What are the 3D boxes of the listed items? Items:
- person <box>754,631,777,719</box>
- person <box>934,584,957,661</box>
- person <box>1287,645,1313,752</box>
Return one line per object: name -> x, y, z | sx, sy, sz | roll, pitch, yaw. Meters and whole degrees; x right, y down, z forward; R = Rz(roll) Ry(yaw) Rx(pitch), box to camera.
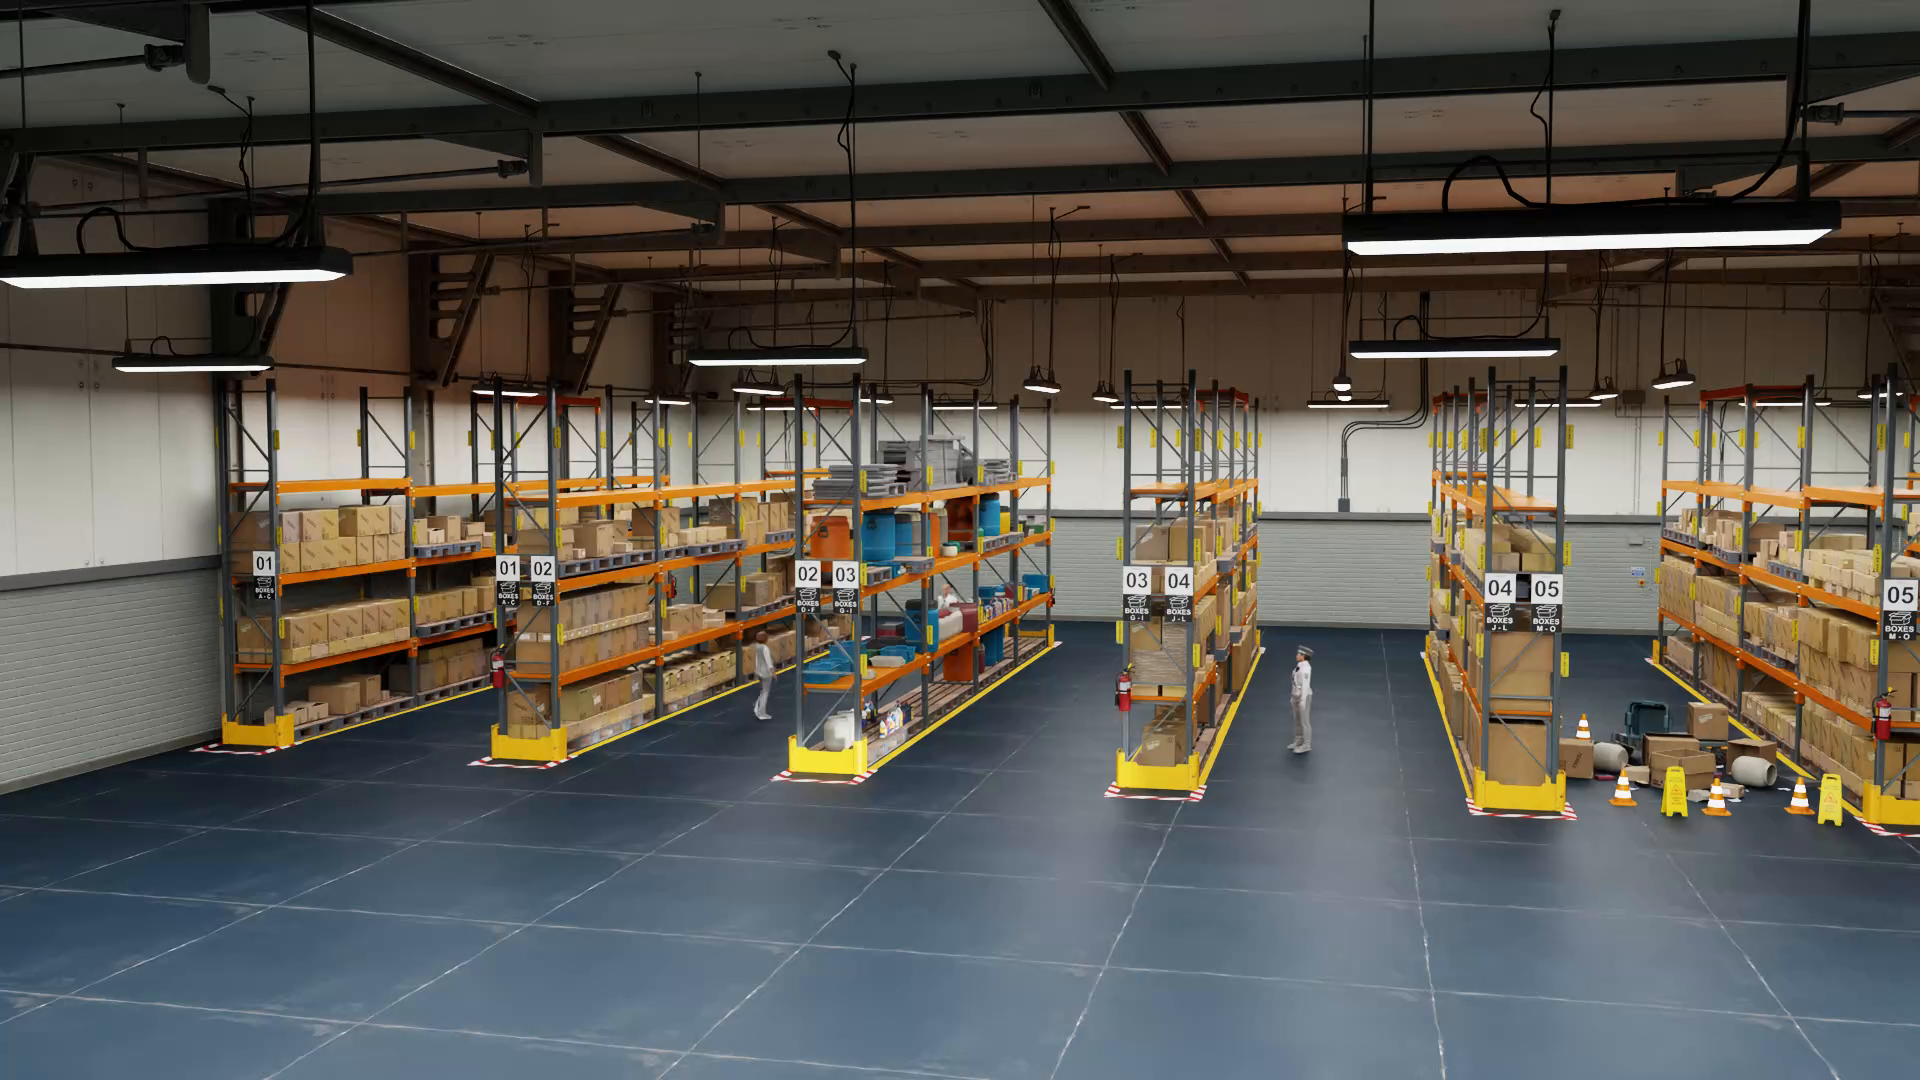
person -> -3.468, 2.454, 29.703 | 0.390, 1.500, 0.435 | -3, 5, -41
person -> -0.339, 1.872, 37.940 | 0.734, 1.729, 1.158 | 3, 4, 39
person -> 5.495, 2.541, 26.796 | 0.386, 1.698, 0.516 | -1, 4, -14
